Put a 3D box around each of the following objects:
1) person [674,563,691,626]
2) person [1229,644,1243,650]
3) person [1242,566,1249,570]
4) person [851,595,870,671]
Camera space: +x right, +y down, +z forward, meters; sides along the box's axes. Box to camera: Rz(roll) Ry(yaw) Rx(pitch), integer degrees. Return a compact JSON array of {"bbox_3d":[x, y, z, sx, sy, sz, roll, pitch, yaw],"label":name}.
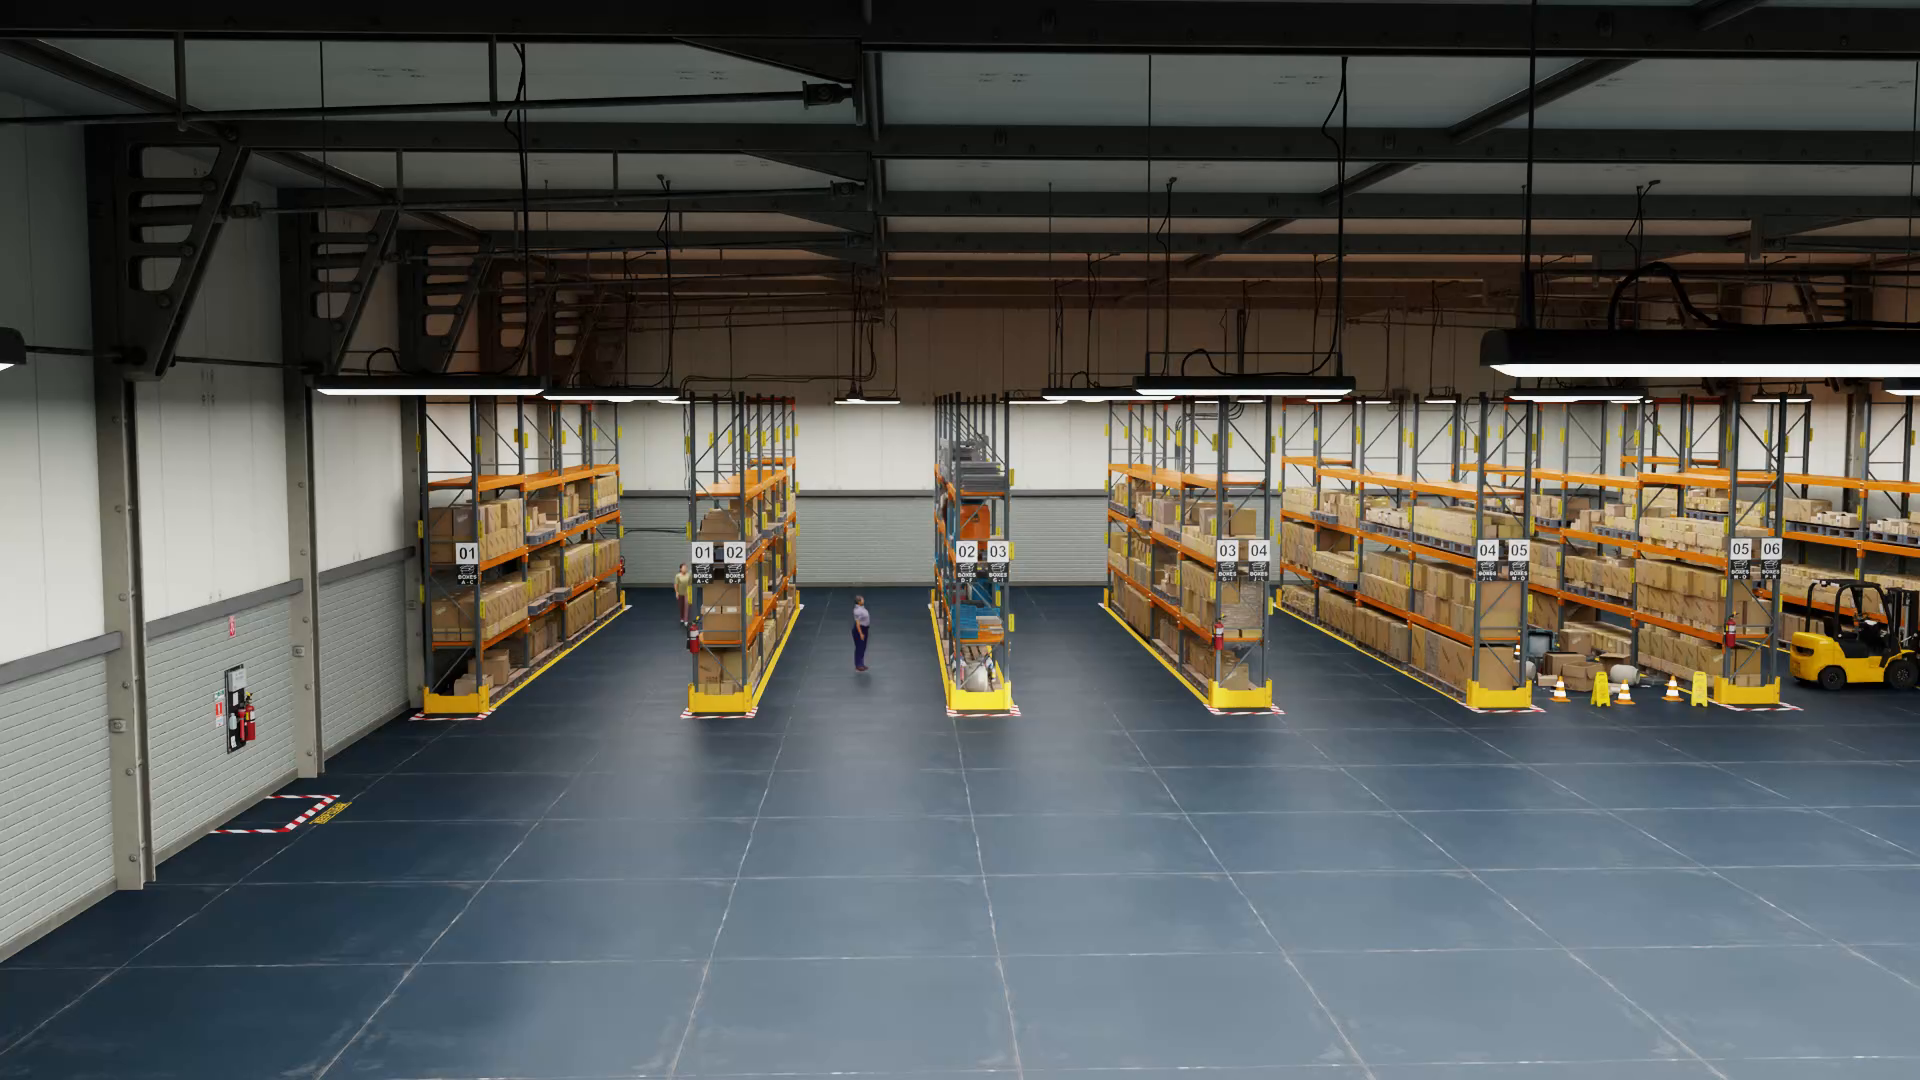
[{"bbox_3d":[-7.265,1.419,43.542,0.418,1.619,1.041,0,5,-3],"label":"person"},{"bbox_3d":[6.571,1.715,39.204,0.423,1.755,0.563,1,5,11],"label":"person"},{"bbox_3d":[8.244,1.021,48.372,0.698,1.653,0.511,-2,5,-29],"label":"person"},{"bbox_3d":[-2.132,1.994,35.857,0.370,1.639,0.552,1,5,18],"label":"person"}]
